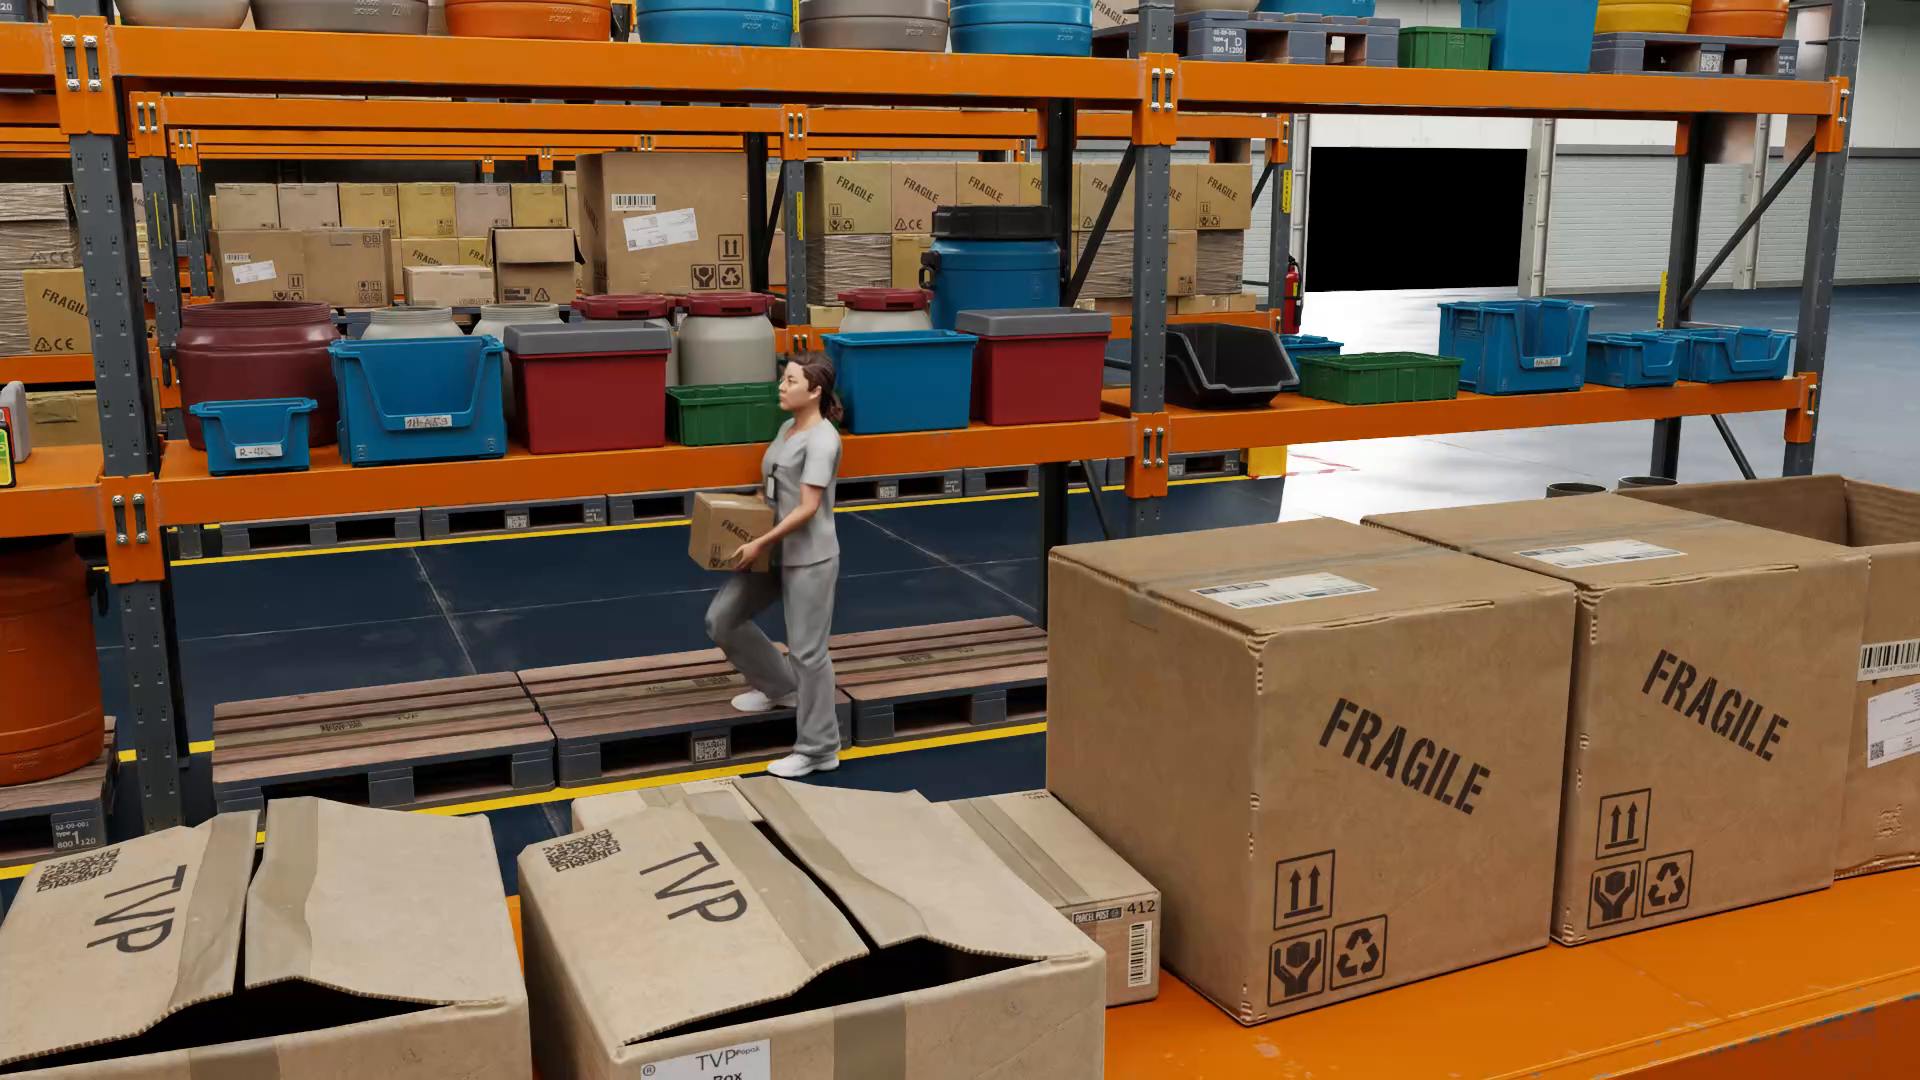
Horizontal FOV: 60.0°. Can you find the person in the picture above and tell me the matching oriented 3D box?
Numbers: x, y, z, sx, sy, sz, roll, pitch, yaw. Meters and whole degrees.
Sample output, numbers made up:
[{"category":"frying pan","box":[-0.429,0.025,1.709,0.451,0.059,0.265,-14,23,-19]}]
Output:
[{"category":"person","box":[-0.691,0.097,6.511,0.536,1.674,0.452,-6,14,-27]}]
